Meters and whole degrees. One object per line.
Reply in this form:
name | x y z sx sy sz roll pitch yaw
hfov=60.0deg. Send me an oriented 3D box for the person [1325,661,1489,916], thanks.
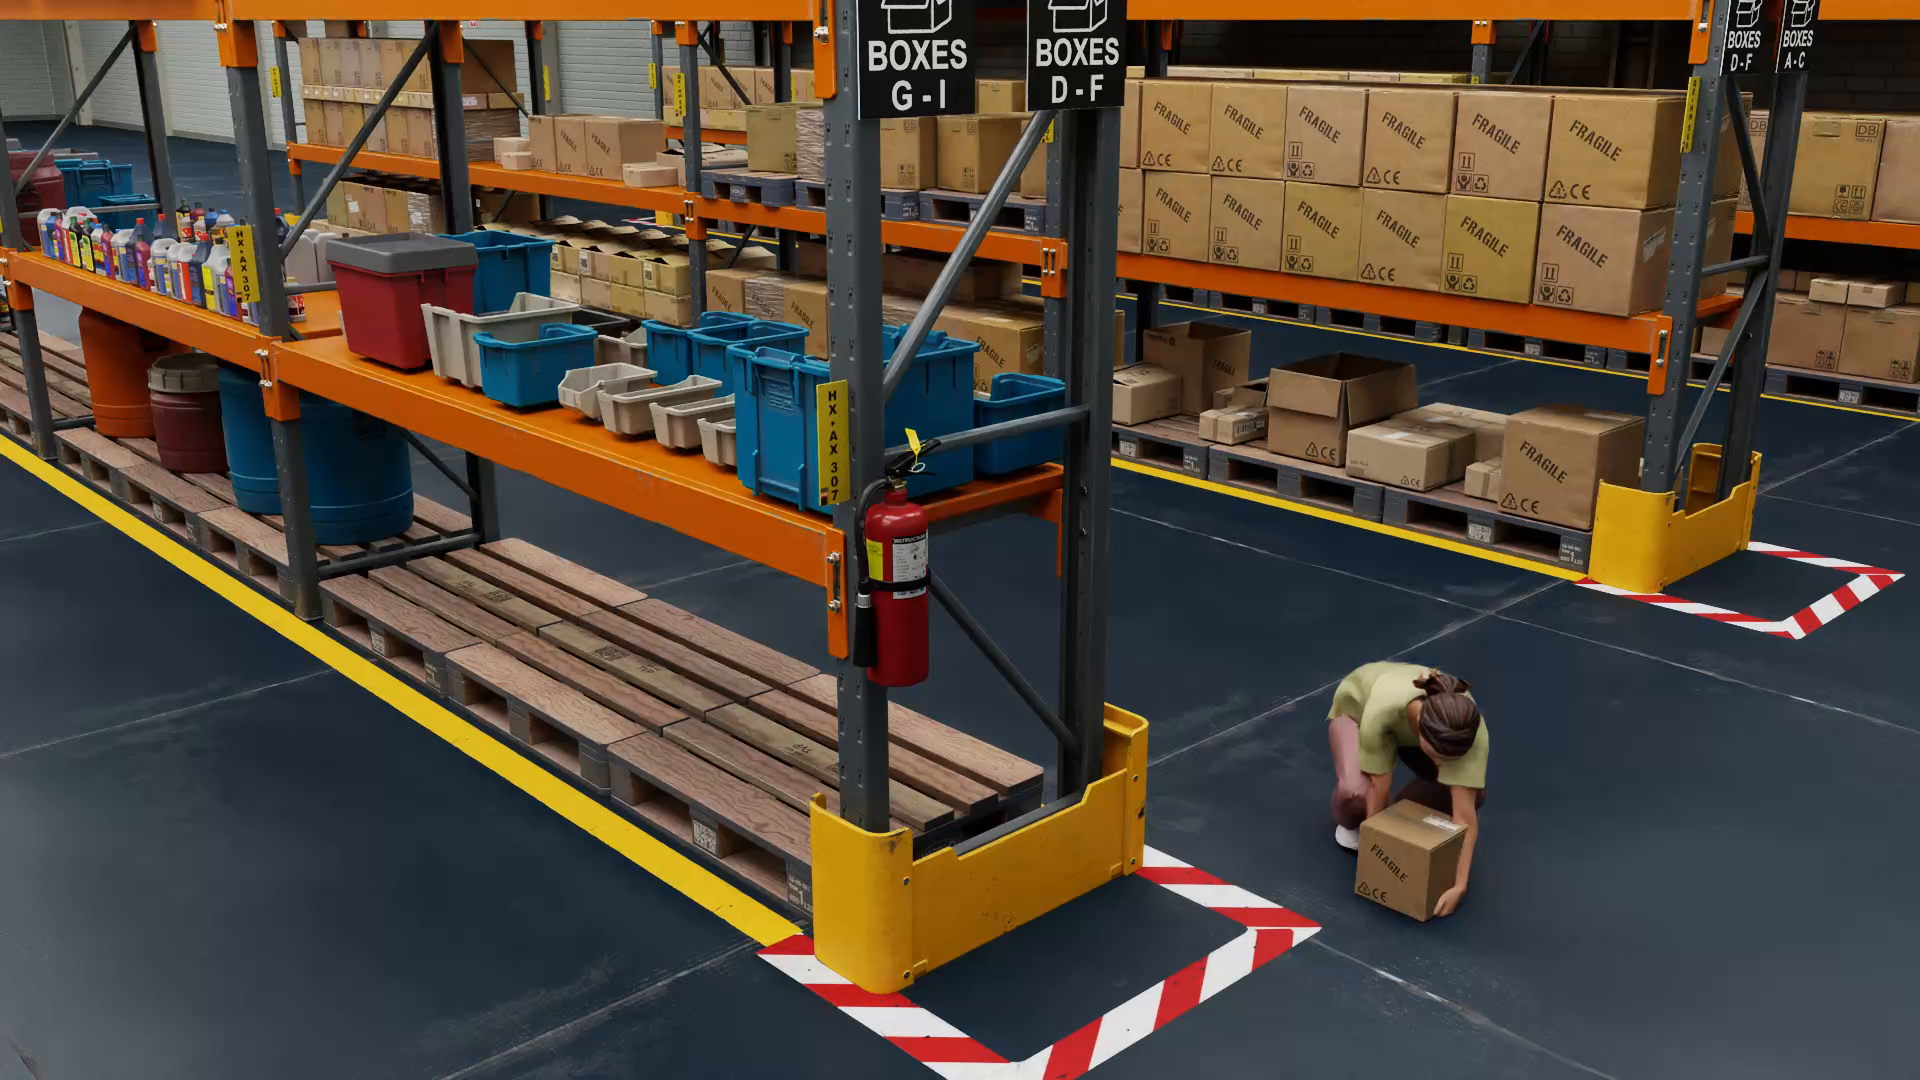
person | 1.448 0.729 5.396 0.476 0.805 0.832 0 17 1
